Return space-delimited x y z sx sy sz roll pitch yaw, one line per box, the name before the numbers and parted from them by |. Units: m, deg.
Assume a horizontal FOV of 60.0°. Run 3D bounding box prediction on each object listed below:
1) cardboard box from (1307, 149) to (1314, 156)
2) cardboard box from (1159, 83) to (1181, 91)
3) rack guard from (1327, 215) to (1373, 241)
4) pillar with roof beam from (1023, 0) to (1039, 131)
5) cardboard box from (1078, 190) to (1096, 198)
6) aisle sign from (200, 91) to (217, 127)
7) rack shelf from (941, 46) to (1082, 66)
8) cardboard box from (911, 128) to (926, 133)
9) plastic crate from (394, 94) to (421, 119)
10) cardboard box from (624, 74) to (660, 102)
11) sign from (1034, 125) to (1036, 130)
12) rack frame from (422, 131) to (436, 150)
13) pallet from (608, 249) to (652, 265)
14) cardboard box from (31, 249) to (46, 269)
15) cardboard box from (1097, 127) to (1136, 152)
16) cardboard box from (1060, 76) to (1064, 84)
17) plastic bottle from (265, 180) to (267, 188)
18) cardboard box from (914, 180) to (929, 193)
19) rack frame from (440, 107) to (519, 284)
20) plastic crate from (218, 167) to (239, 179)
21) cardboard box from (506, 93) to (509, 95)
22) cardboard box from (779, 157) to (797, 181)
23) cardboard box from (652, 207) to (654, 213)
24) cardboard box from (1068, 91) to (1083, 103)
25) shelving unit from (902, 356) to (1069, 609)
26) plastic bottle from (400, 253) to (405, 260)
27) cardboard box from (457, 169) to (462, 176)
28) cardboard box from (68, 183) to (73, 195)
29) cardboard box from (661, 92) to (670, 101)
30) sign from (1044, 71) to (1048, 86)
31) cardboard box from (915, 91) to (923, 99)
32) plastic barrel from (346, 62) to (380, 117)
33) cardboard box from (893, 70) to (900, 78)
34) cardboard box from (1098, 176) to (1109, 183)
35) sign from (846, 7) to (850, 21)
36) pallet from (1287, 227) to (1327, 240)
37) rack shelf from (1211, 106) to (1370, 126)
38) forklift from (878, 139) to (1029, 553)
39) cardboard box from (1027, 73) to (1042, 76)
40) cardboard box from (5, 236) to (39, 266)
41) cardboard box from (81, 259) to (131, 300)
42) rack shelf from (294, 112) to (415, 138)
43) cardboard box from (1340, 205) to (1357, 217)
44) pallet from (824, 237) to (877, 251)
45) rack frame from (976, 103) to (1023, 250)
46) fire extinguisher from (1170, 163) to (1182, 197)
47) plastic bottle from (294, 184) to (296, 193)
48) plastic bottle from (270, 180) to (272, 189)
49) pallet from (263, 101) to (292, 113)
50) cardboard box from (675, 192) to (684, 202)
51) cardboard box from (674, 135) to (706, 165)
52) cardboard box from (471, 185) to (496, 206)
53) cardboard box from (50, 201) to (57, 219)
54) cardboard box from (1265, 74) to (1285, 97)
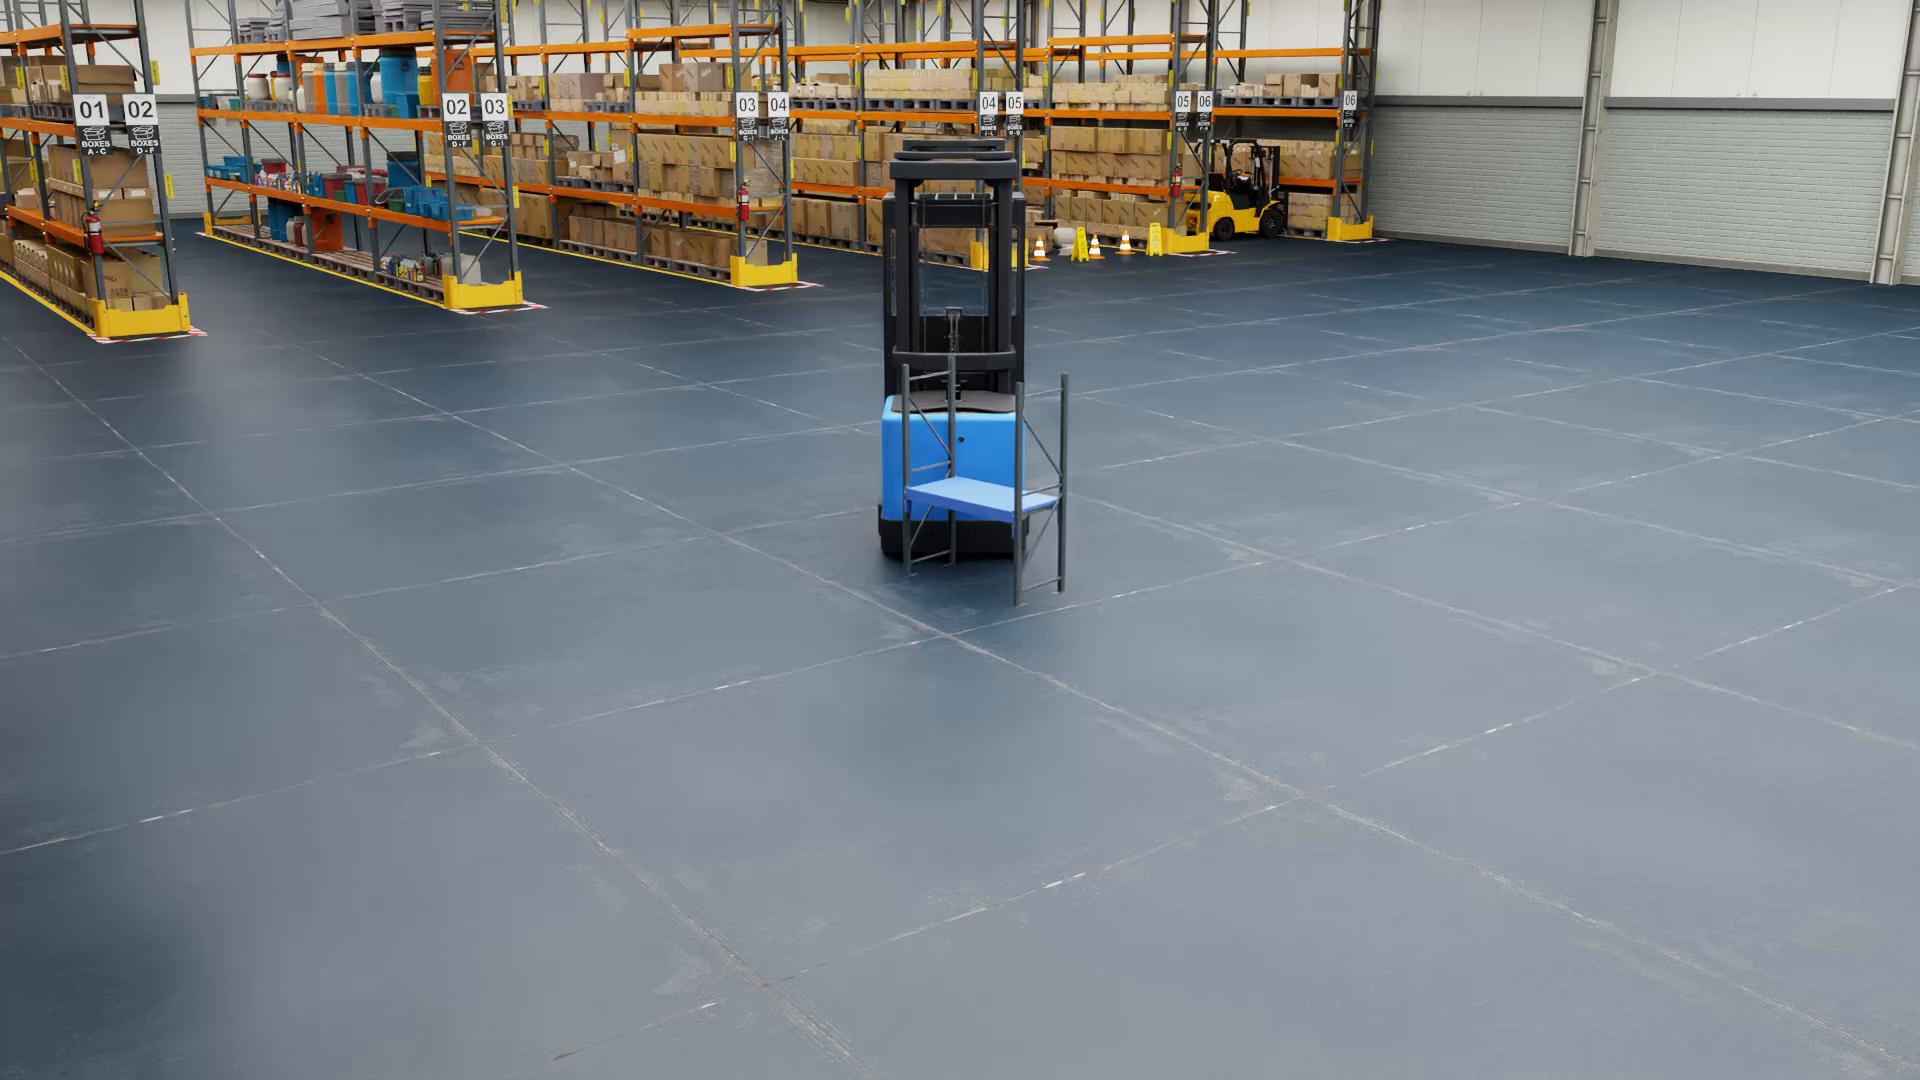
cardboard box | 7.980 -8.688 37.217 0.380 0.149 0.250 -10 18 -34
cardboard box | 4.238 -9.146 33.595 0.380 0.149 0.250 -11 19 -34
rack guard | 8.702 -6.970 37.096 1.175 0.500 0.348 -11 19 -35
pillar with roof beam | -1.530 -13.257 43.968 9.100 9.000 0.400 -11 19 -35
cardboard box | 2.781 -7.501 36.066 0.380 0.149 0.250 -10 18 -32
aisle sign | -17.037 -9.742 37.565 0.394 0.787 0.004 -11 19 -35
rack shelf | 1.148 -11.045 38.004 1.077 0.370 4.000 -11 19 -35
cardboard box | -0.852 -9.827 40.714 0.500 0.500 0.500 -10 18 -34
plastic crate | -8.712 -6.902 26.461 0.392 0.384 0.575 -11 19 -35
cardboard box | -5.889 -8.541 31.425 0.797 0.503 0.637 -12 19 -37
sign | 2.079 -11.389 46.312 0.100 0.325 0.005 -11 19 -35
rack frame | -12.748 -9.288 40.830 1.000 3.000 0.127 -11 19 -35
pallet | -6.151 -5.547 32.442 1.003 0.211 1.213 -11 19 -35
cardboard box | -14.780 -4.595 27.032 0.500 0.311 0.500 -11 19 -35
cardboard box | 3.343 -8.489 35.264 0.700 0.500 0.500 -11 19 -35
cardboard box | 2.003 -10.374 37.656 0.500 0.250 0.500 -11 19 -36
plastic bottle | -14.063 -7.263 33.806 0.097 0.201 0.097 0 15 0
cardboard box | -0.438 -7.124 32.640 0.875 0.550 0.500 -11 19 -35
rack frame | -7.347 -5.103 25.538 1.000 3.000 0.127 -11 19 -35
plastic crate | -16.101 -8.083 36.628 0.416 0.233 0.300 -11 19 -35
cardboard box | -9.642 -9.621 36.044 0.380 0.149 0.250 -12 19 -37
cardboard box | -3.626 -8.130 36.411 0.500 0.500 0.500 -11 19 -35
cardboard box | -7.539 -8.328 41.926 0.380 0.149 0.250 -10 18 -33
cardboard box | 2.672 -9.537 35.776 0.500 0.250 0.500 -11 19 -35
shelving unit | 0.159 -0.413 11.244 1.048 1.500 0.538 14 20 41
plastic bottle | -9.443 -4.677 28.167 0.144 0.351 0.185 -11 19 -35
cardboard box | -11.446 -8.547 38.597 0.380 0.149 0.250 -10 18 -34
cardboard box | -12.648 -5.079 24.032 0.380 0.149 0.250 -11 19 -35
cardboard box | -5.132 -7.952 29.793 0.380 0.149 0.250 -11 19 -36
sign | 1.877 -10.063 36.254 0.100 0.325 0.005 -11 19 -35
cardboard box | -0.635 -8.540 31.907 0.380 0.149 0.250 -11 19 -34
plastic barrel | -10.173 -7.720 28.470 0.600 0.901 0.708 -11 19 -35
cardboard box | -1.081 -9.087 32.394 0.380 0.149 0.250 -11 19 -34
cardboard box | 3.165 -7.702 35.509 0.380 0.149 0.250 -11 19 -35
sign | -2.844 -13.312 42.097 0.100 0.325 0.005 -11 19 -35
pallet | 8.205 -6.993 37.726 1.003 0.211 1.213 -11 19 -35
rack shelf | 7.512 -9.708 38.044 1.077 0.370 4.000 -11 19 -35
forklift | -0.045 -1.653 13.062 1.130 2.935 3.031 0 15 0
cardboard box | 2.050 -12.557 45.234 0.396 0.266 0.258 -11 19 -35
cardboard box | -16.799 -5.213 29.842 0.500 0.500 0.500 -10 18 -32
cardboard box | -11.912 -3.641 23.190 0.500 0.500 0.500 -11 19 -35
rack shelf | -10.875 -7.484 29.918 1.077 0.370 4.000 -11 19 -35
cardboard box | 8.580 -7.431 37.511 0.500 0.250 0.500 -10 18 -34
pallet | -2.136 -6.282 35.129 1.003 0.211 1.213 -11 19 -35
rack frame | 0.731 -6.620 31.081 1.000 3.000 0.127 -11 19 -35
fire extinguisher | 4.370 -7.276 33.626 0.296 0.674 0.183 -11 19 -35
plastic bottle | -12.822 -6.812 32.160 0.097 0.201 0.097 0 15 0
plastic bottle | -13.848 -7.185 33.521 0.097 0.201 0.097 0 15 0
pallet | -13.193 -8.627 33.090 1.003 0.211 1.213 -11 19 -35
cardboard box | -4.917 -6.194 30.000 0.380 0.149 0.250 -11 19 -35
cardboard box | -4.742 -6.946 29.624 0.500 0.500 0.500 -11 19 -35
cardboard box | -10.720 -7.765 38.494 0.875 0.875 0.875 -11 19 -35
cardboard box | -14.032 -5.215 26.231 0.500 0.250 0.500 -9 18 -31
cardboard box | 7.397 -10.350 37.847 0.797 0.503 0.637 -10 18 -33
